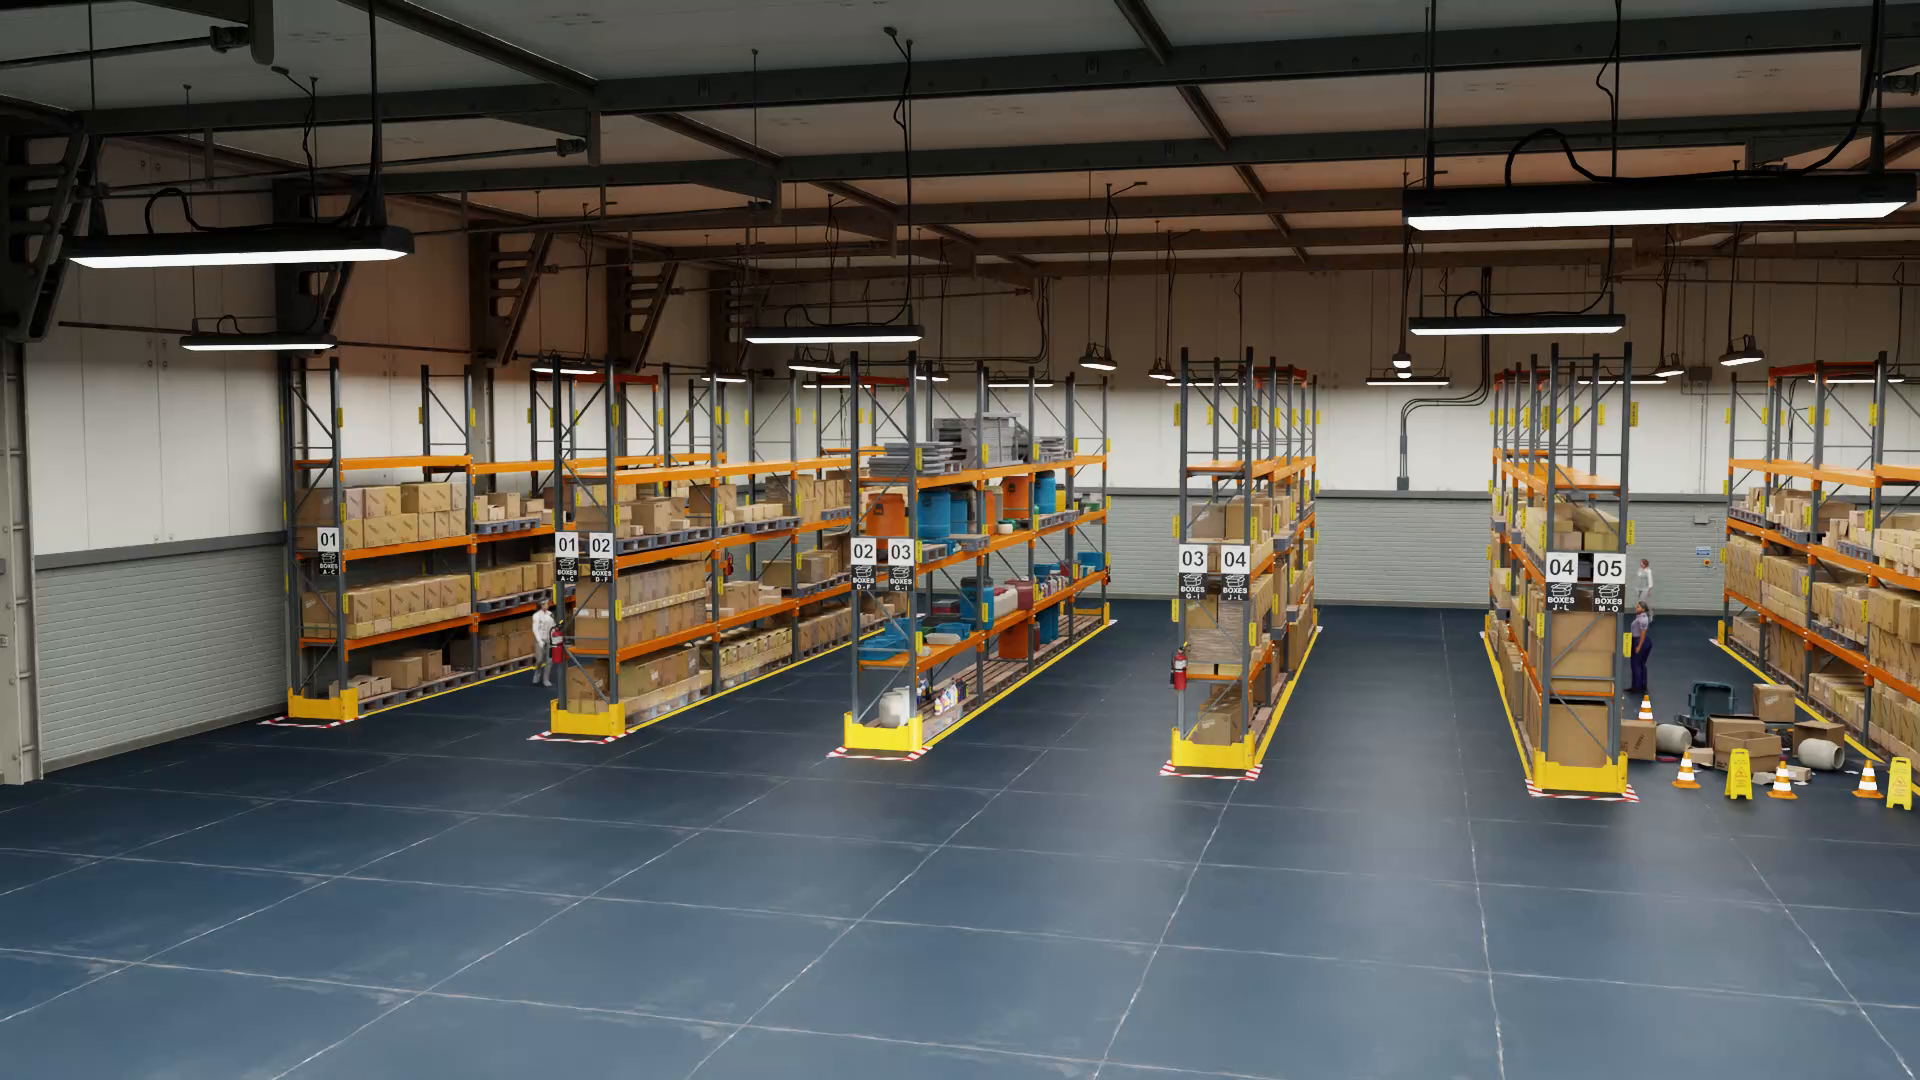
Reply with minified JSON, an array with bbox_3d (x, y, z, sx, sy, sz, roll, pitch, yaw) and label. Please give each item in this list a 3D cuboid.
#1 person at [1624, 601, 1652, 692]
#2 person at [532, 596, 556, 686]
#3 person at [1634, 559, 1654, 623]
[{"bbox_3d":[12.475,1.959,30.528,0.385,1.644,0.543,3,5,40],"label":"person"},{"bbox_3d":[-7.775,1.889,31.214,0.557,1.687,0.503,-3,5,-34],"label":"person"},{"bbox_3d":[16.549,1.243,40.251,0.443,1.578,0.418,-1,4,-15],"label":"person"}]
